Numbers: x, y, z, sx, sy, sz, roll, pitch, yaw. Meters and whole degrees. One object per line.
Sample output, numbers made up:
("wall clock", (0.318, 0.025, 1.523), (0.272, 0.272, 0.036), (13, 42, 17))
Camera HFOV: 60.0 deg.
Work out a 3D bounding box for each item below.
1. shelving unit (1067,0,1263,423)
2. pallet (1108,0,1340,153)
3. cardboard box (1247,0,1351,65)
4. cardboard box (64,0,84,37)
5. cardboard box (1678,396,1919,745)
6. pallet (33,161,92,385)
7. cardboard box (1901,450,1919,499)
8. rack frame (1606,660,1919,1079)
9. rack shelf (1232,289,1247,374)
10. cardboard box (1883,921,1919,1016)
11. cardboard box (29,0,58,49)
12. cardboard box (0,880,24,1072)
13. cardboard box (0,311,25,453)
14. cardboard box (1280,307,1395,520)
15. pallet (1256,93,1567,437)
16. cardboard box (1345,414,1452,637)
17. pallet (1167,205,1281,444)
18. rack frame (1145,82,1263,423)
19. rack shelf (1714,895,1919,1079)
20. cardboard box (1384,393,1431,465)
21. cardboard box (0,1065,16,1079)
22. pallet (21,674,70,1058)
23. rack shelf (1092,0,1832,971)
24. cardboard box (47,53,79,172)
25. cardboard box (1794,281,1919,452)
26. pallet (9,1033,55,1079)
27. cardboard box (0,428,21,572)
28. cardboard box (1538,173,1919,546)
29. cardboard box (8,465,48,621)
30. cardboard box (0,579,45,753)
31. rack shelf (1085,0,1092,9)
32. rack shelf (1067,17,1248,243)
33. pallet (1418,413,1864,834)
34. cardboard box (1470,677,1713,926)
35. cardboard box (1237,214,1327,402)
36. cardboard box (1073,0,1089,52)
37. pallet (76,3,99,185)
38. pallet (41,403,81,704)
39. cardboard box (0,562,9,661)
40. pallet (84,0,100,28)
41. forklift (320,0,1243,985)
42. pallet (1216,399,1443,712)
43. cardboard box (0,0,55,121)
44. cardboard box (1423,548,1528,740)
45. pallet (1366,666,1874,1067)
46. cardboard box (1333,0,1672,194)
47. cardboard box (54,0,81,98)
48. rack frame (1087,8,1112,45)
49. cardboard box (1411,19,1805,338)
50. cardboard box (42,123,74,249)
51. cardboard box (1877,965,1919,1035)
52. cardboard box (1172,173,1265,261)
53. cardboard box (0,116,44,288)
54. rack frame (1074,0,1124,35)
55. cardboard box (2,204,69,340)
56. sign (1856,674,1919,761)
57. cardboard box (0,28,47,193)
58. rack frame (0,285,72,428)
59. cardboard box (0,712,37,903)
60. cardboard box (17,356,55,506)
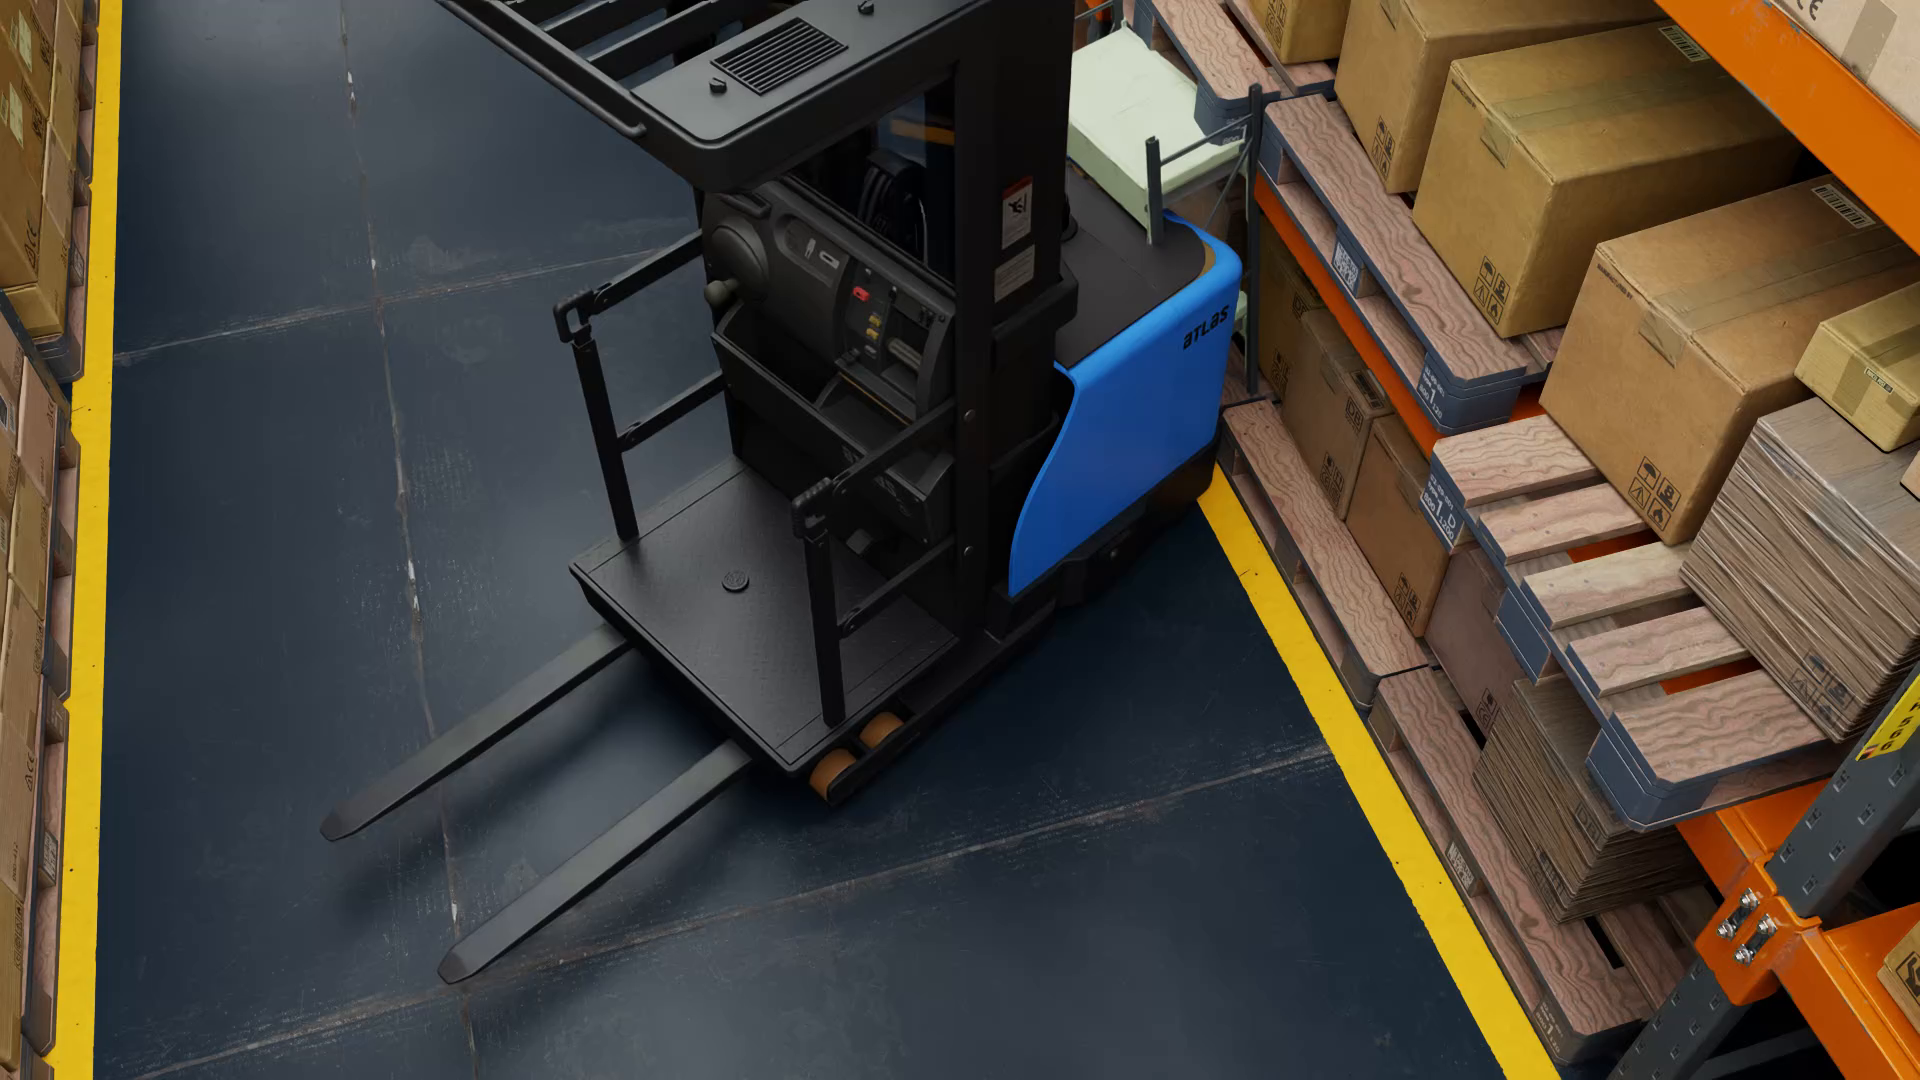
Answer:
("shelving unit", (0.619, -1.028, 5.610), (0.431, 1.500, 0.755), (-29, 55, -12))
("pallet", (1.063, -1.773, 5.408), (1.003, 0.211, 1.213), (-13, 51, -11))
("cardboard box", (1.253, -1.811, 4.961), (0.700, 0.500, 0.500), (-9, 50, -7))
("cardboard box", (-4.188, -2.422, 7.353), (0.500, 0.250, 0.500), (-13, 51, -11))
("cardboard box", (2.011, -0.019, 3.451), (0.700, 0.500, 0.500), (-19, 52, -15))
("pallet", (-3.950, -0.995, 6.450), (1.003, 0.211, 1.213), (-13, 51, -11))
("cardboard box", (2.029, -0.133, 3.123), (0.380, 0.149, 0.250), (-19, 53, -16))
("rack frame", (2.159, 0.496, 3.370), (1.000, 3.000, 0.127), (-13, 51, -11))
("rack shelf", (0.662, -0.835, 5.869), (0.431, 0.370, 0.720), (-29, 55, -12))
("cardboard box", (2.058, 0.774, 2.863), (0.500, 0.500, 0.500), (-12, 51, -10))
("cardboard box", (-4.038, -2.299, 6.759), (0.500, 0.500, 0.500), (-13, 51, -11))
("cardboard box", (-2.755, 1.175, 4.321), (0.500, 0.250, 0.500), (-15, 51, -12))
("cardboard box", (-3.361, -0.502, 5.368), (0.500, 0.311, 0.500), (-13, 51, -11))
("cardboard box", (1.523, -0.480, 5.540), (0.700, 0.500, 0.500), (-13, 51, -11))
("pallet", (1.535, -0.879, 4.655), (1.003, 0.211, 1.213), (-13, 51, -11))
("cardboard box", (1.681, -0.114, 5.231), (0.700, 0.500, 0.500), (-14, 51, -11))
("pallet", (1.208, -0.959, 6.420), (1.003, 0.211, 1.213), (-13, 51, -11))
("rack frame", (0.805, -0.792, 5.402), (0.400, 1.500, 0.023), (-29, 55, -12))
("rack shelf", (2.751, 2.188, 2.414), (1.077, 0.370, 4.000), (-13, 51, -11))
("cardboard box", (1.631, -0.401, 4.983), (0.500, 0.250, 0.500), (-14, 51, -11))
("cardboard box", (-2.596, 1.553, 4.002), (0.500, 0.250, 0.500), (-15, 51, -12))
("pallet", (-3.135, 1.018, 4.754), (1.003, 0.211, 1.213), (-13, 51, -11))
("rack shelf", (1.568, -0.733, 4.877), (1.077, 0.370, 4.000), (-13, 51, -11))
("cardboard box", (-3.888, -1.692, 6.738), (0.500, 0.250, 0.500), (-13, 51, -11))
("cardboard box", (1.919, -0.364, 3.318), (0.380, 0.149, 0.250), (-21, 53, -17))
("pallet", (-2.778, 1.907, 4.004), (1.003, 0.211, 1.213), (-13, 51, -11))
("cardboard box", (-3.201, -0.123, 5.049), (0.500, 0.311, 0.500), (-12, 51, -10))
("cardboard box", (1.820, -0.422, 3.790), (0.700, 0.500, 0.500), (-18, 52, -14))
("cardboard box", (-3.207, 0.055, 5.266), (0.500, 0.250, 0.500), (-14, 51, -12))
("cardboard box", (-3.055, 0.428, 4.951), (0.500, 0.250, 0.500), (-12, 51, -10))
("rack shelf", (0.385, -3.655, 7.340), (1.077, 0.370, 4.000), (-13, 51, -11))
("rack shelf", (0.567, -1.260, 5.299), (0.431, 0.370, 0.720), (-29, 55, -12))
("pallet", (1.847, 0.061, 3.862), (1.213, 0.211, 1.003), (-13, 51, -11))
("cardboard box", (1.897, 0.645, 4.591), (0.700, 0.500, 0.500), (-13, 51, -10))
("cardboard box", (1.411, -0.862, 5.862), (0.700, 0.500, 0.500), (-14, 51, -12))
("cardboard box", (0.631, -2.511, 7.252), (0.500, 0.500, 0.500), (-17, 52, -14))
("pallet", (-4.314, -1.887, 7.203), (1.003, 0.211, 1.213), (-13, 51, -11))
("pallet", (-3.499, 0.125, 5.507), (1.003, 0.211, 1.213), (-13, 51, -11))
("cardboard box", (-3.056, 0.242, 4.741), (0.500, 0.311, 0.500), (-13, 51, -11))
("pallet", (-4.671, -2.777, 7.953), (1.003, 0.211, 1.213), (-13, 51, -11))
("forklift", (-0.520, -0.600, 4.339), (3.031, 2.935, 1.130), (-37, 59, -27))
("pallet", (1.572, -0.066, 5.668), (1.003, 0.211, 1.213), (-13, 51, -11))
("cardboard box", (-3.889, -1.934, 6.452), (0.500, 0.500, 0.500), (-13, 51, -11))
("cardboard box", (1.855, 0.243, 4.931), (0.700, 0.500, 0.500), (-13, 51, -11))
("pallet", (1.930, 0.823, 4.918), (1.003, 0.211, 1.213), (-13, 51, -11))
("cardboard box", (1.477, -1.337, 4.562), (0.700, 0.500, 0.500), (-7, 50, -6))
("cardboard box", (-4.042, -2.056, 7.045), (0.500, 0.250, 0.500), (-13, 51, -11))
("rack frame", (0.976, -2.426, 5.833), (1.000, 3.000, 0.127), (-13, 51, -11))
("cardboard box", (1.621, -0.924, 4.214), (0.700, 0.500, 0.500), (-13, 51, -11))
("cardboard box", (-3.745, -1.326, 6.430), (0.500, 0.250, 0.500), (-13, 51, -11))
("cardboard box", (2.035, 0.863, 3.212), (0.380, 0.149, 0.250), (-14, 51, -12))
("cardboard box", (1.210, -1.228, 6.171), (0.700, 0.500, 0.500), (-12, 51, -10))
("cardboard box", (-3.593, -1.203, 5.836), (0.500, 0.500, 0.500), (-13, 51, -11))
("rack frame", (0.432, -1.265, 5.817), (0.400, 1.500, 0.023), (-29, 55, -12))
("cardboard box", (-3.602, -0.960, 6.121), (0.500, 0.250, 0.500), (-13, 51, -11))
("sign", (1.644, 0.277, 2.849), (0.100, 0.325, 0.005), (-13, 51, -11))
("cardboard box", (-3.748, -1.567, 6.142), (0.500, 0.500, 0.500), (-13, 51, -11))
("rack frame", (-3.755, -1.303, 4.887), (1.000, 3.000, 0.127), (-13, 51, -11))
("cardboard box", (-2.906, 0.800, 4.637), (0.500, 0.250, 0.500), (-12, 51, -10))
("cardboard box", (-3.355, -0.315, 5.577), (0.500, 0.250, 0.500), (-14, 51, -11))
